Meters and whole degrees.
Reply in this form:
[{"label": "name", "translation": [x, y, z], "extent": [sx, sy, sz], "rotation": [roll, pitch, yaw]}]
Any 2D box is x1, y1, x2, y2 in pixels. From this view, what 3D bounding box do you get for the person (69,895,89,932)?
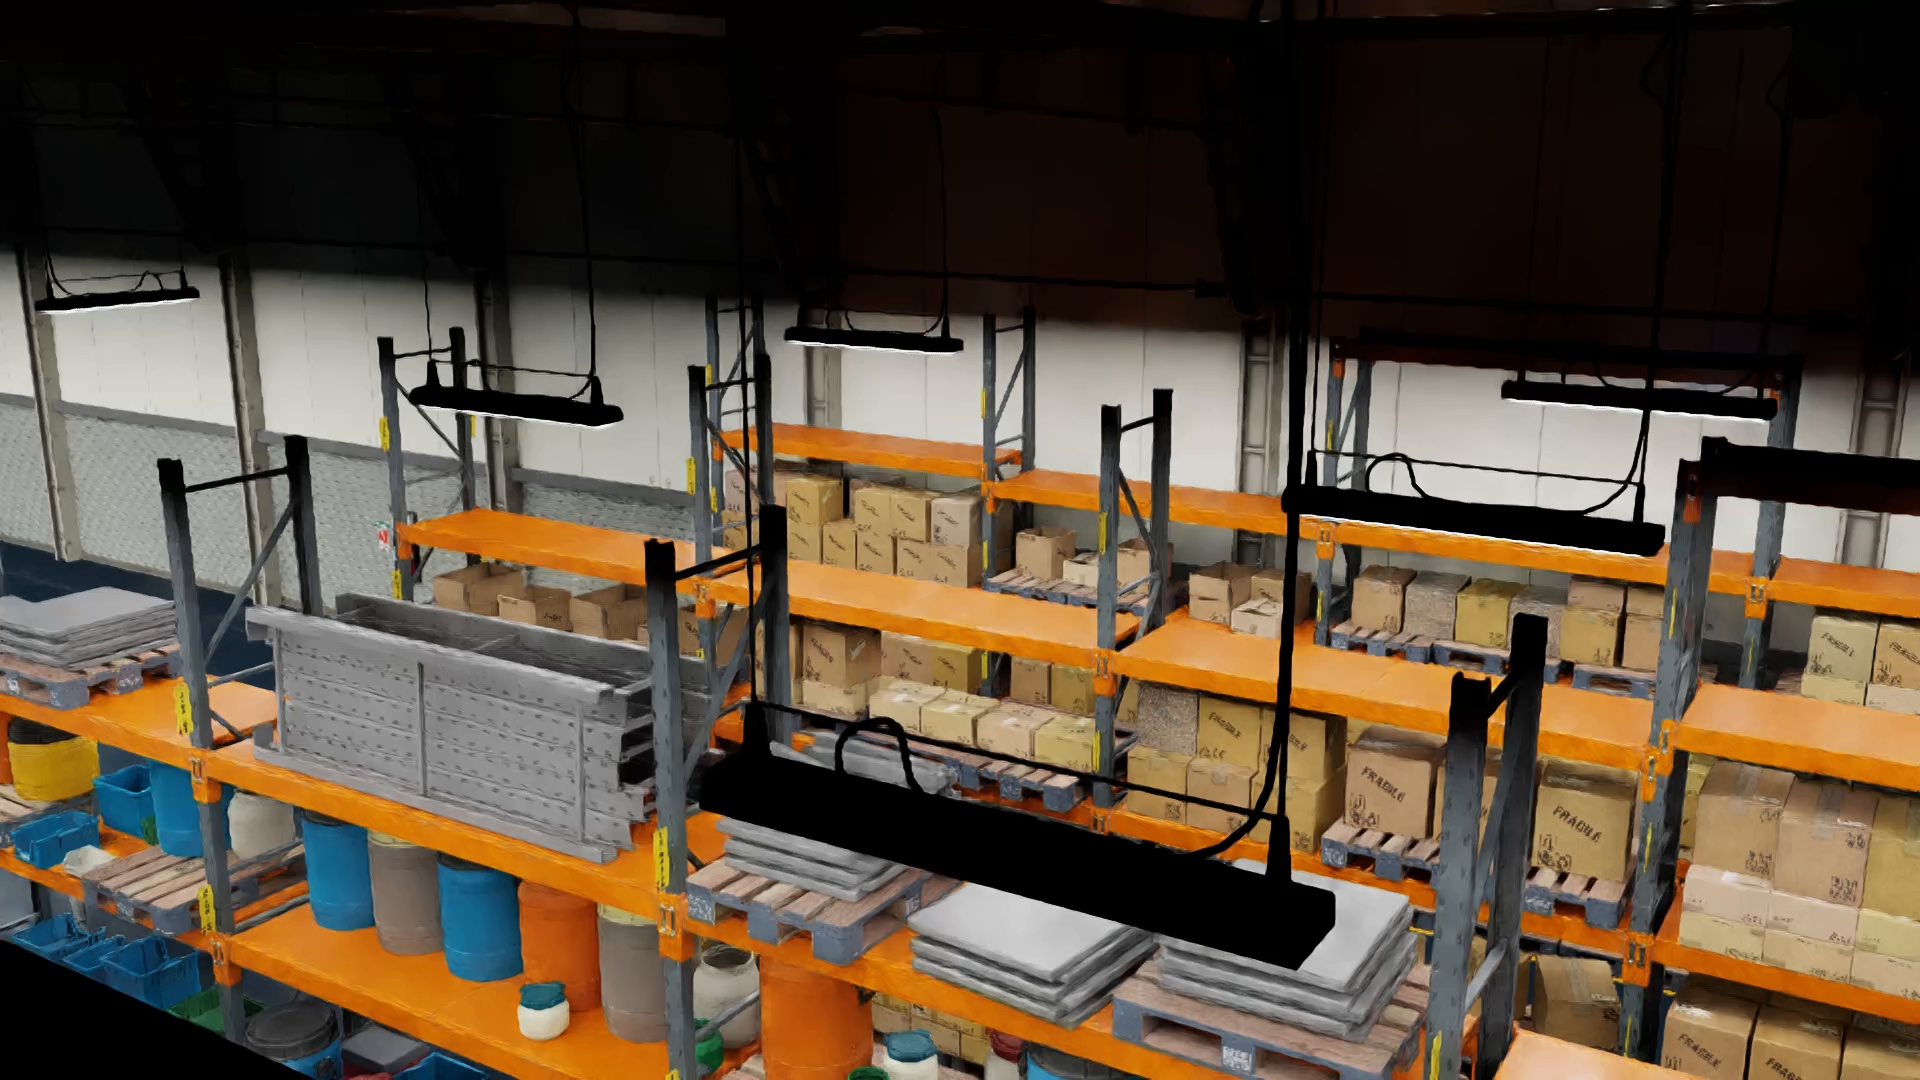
[{"label": "person", "translation": [-9.117, 3.150, 17.122], "extent": [0.521, 1.624, 0.931], "rotation": [-9, 17, -34]}]
